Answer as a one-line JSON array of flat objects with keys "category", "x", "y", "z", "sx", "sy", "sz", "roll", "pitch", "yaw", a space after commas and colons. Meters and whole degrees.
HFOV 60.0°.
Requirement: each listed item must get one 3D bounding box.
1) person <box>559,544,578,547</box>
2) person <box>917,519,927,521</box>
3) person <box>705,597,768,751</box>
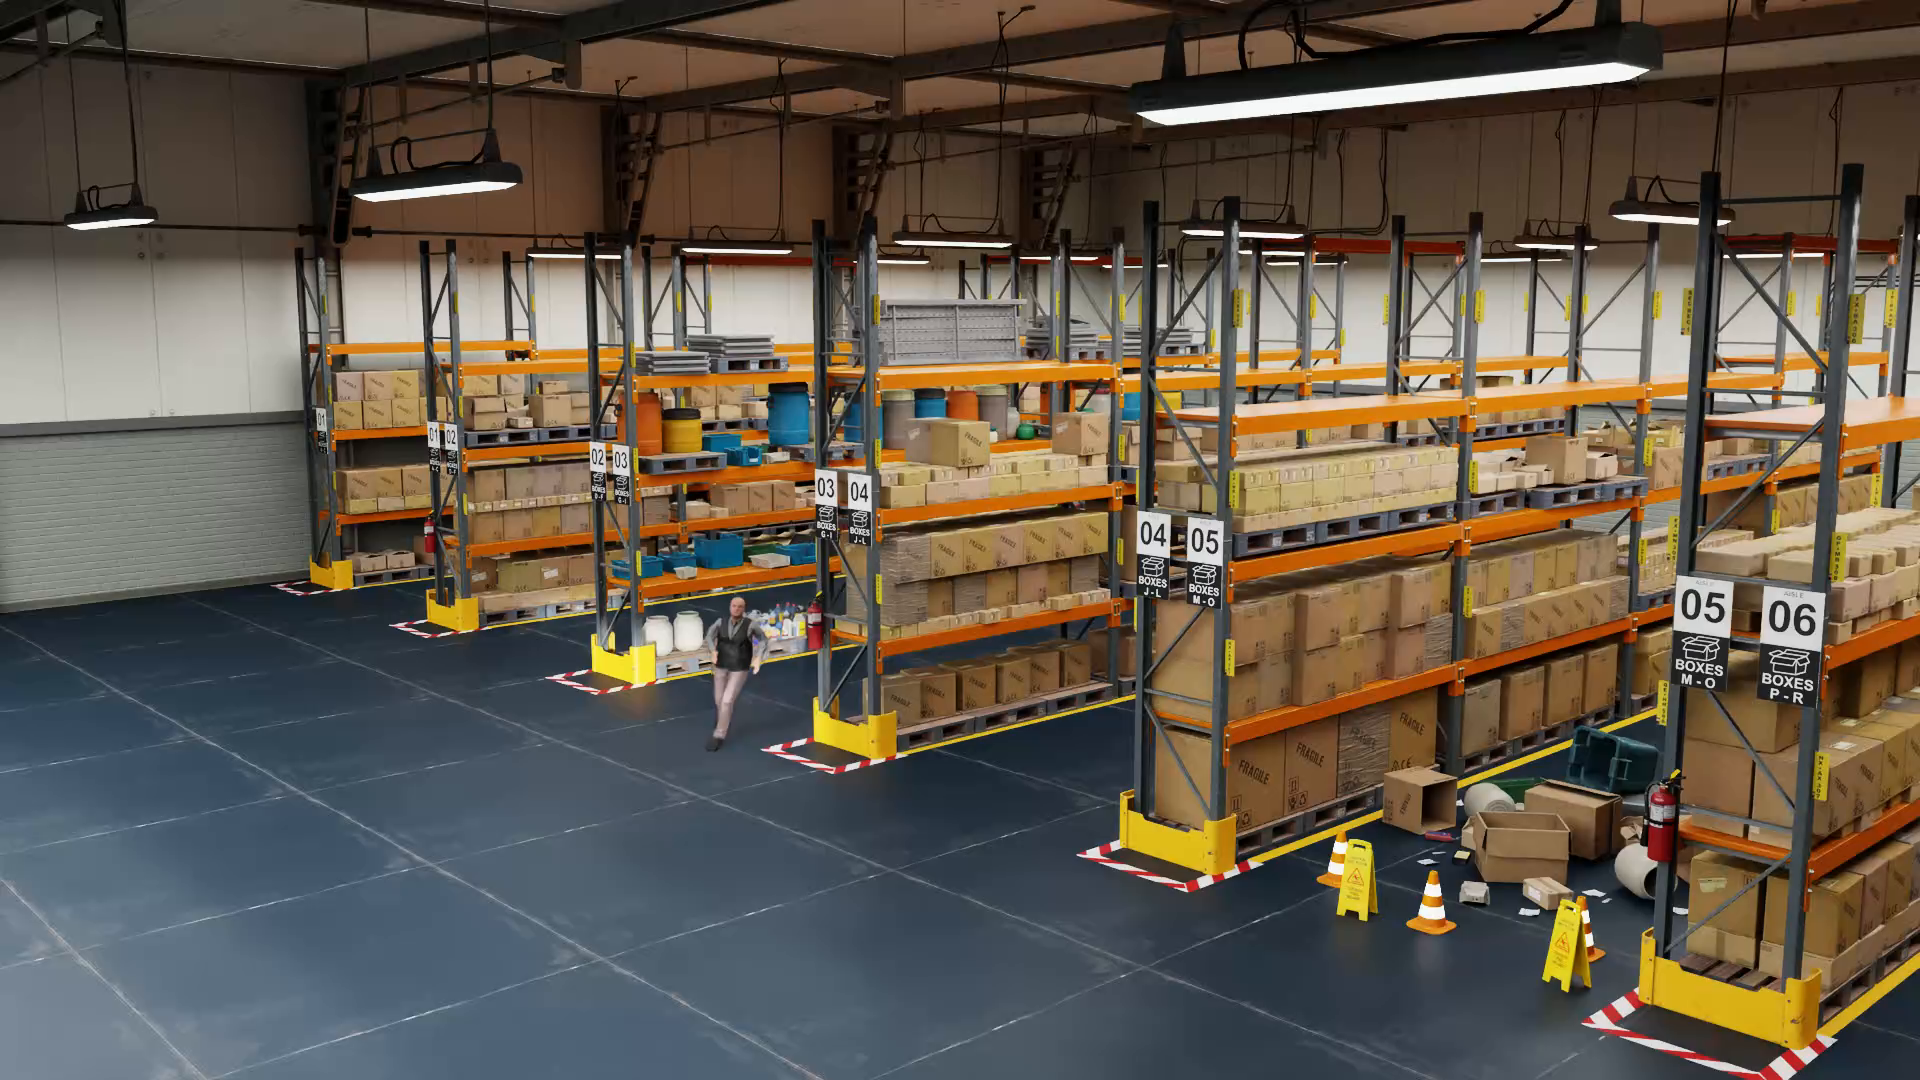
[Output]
[{"category": "person", "x": -6.869, "y": 0.067, "z": 29.163, "sx": 0.588, "sy": 1.664, "sz": 0.810, "roll": 8, "pitch": 11, "yaw": 43}, {"category": "person", "x": -0.510, "y": 0.120, "z": 28.525, "sx": 0.958, "sy": 1.750, "sz": 0.692, "roll": -8, "pitch": 11, "yaw": -42}, {"category": "person", "x": -2.632, "y": 1.508, "z": 19.231, "sx": 0.727, "sy": 1.707, "sz": 0.945, "roll": 2, "pitch": 9, "yaw": 13}]
